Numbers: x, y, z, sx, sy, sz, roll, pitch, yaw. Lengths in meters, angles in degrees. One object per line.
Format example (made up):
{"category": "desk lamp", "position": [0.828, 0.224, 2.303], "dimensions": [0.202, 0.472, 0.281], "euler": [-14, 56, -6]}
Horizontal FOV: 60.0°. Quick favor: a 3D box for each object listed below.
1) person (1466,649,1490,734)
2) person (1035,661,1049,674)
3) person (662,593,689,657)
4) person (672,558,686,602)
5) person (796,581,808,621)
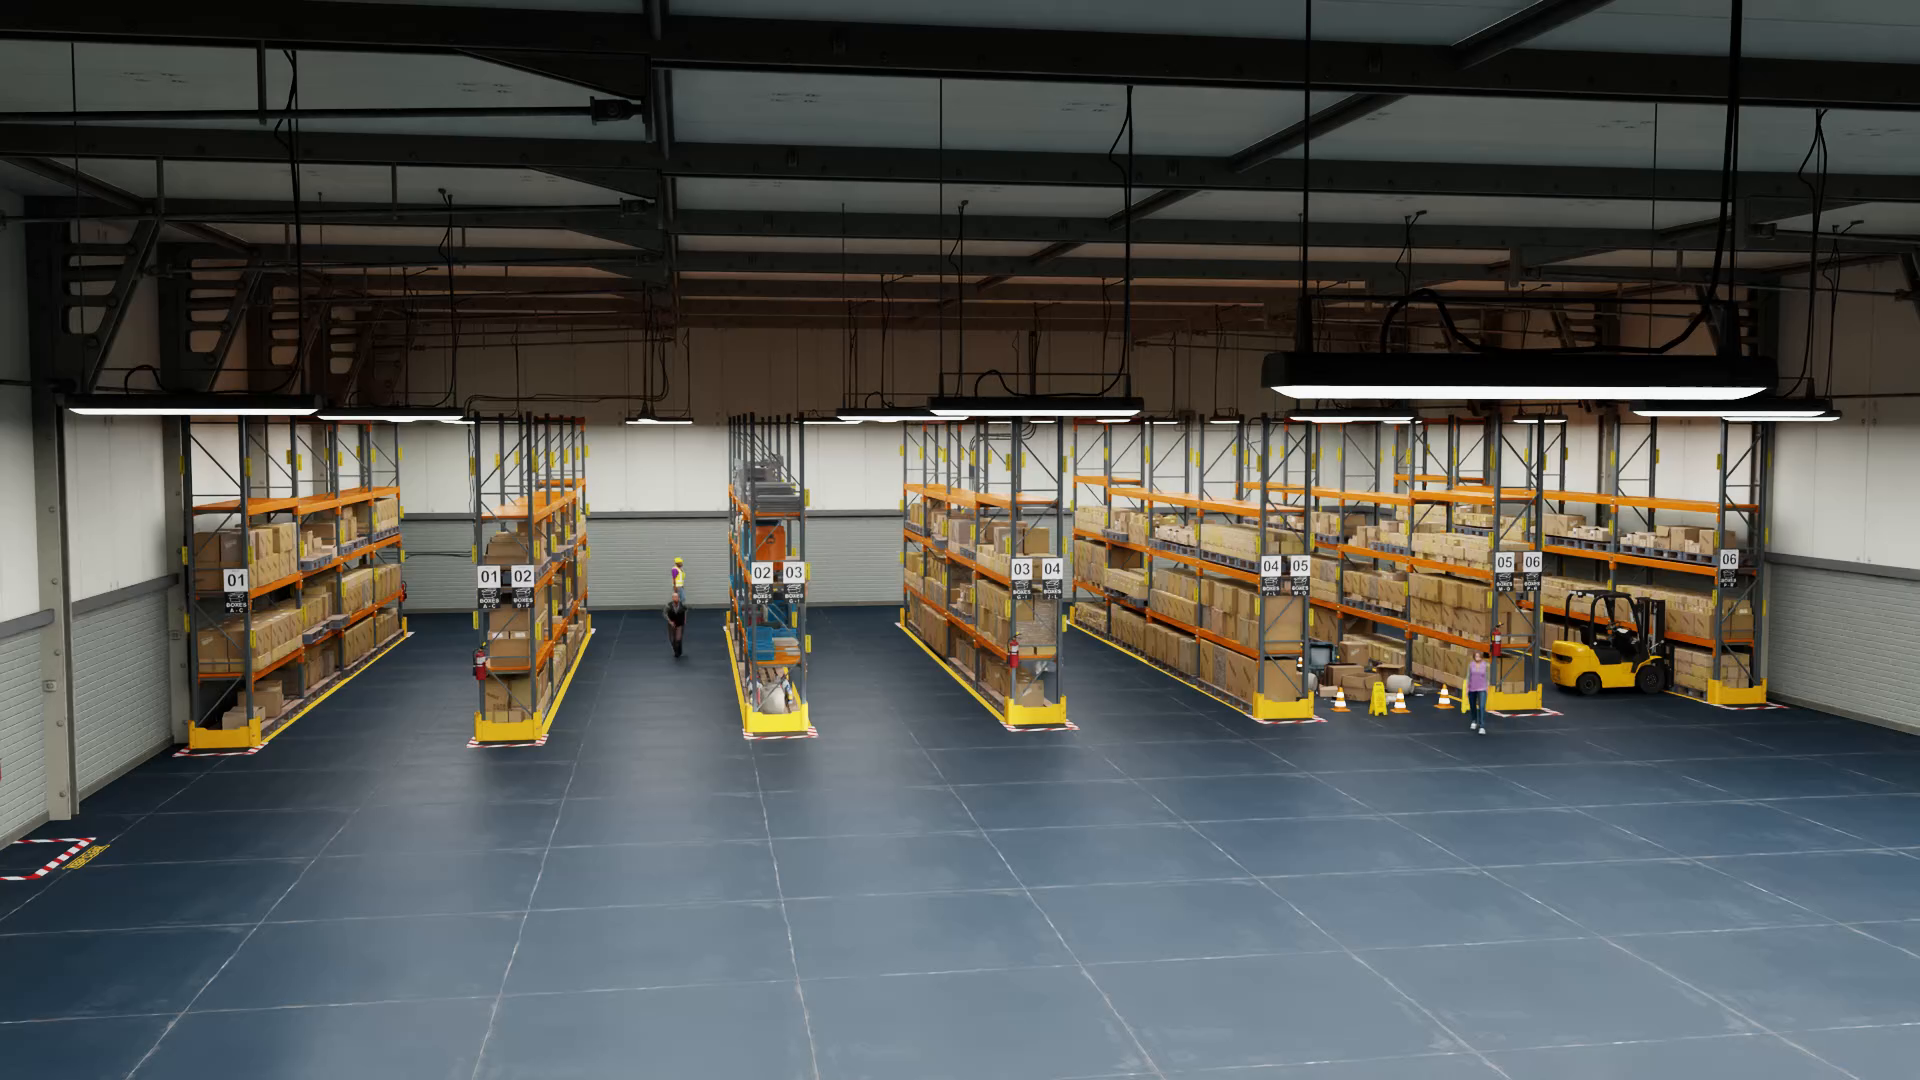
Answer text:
{"category": "person", "position": [9.691, 2.819, 31.124], "dimensions": [0.426, 1.563, 0.817], "euler": [2, 4, 28]}
{"category": "person", "position": [1.906, 2.218, 38.767], "dimensions": [0.651, 1.828, 0.658], "euler": [0, 4, 3]}
{"category": "person", "position": [-7.029, 2.111, 41.152], "dimensions": [0.605, 1.632, 0.727], "euler": [0, 4, 0]}
{"category": "person", "position": [-8.482, 1.418, 50.159], "dimensions": [0.446, 1.767, 0.606], "euler": [0, 4, -5]}
{"category": "person", "position": [-4.738, 1.549, 48.985], "dimensions": [0.573, 1.664, 1.099], "euler": [-1, 4, -13]}
